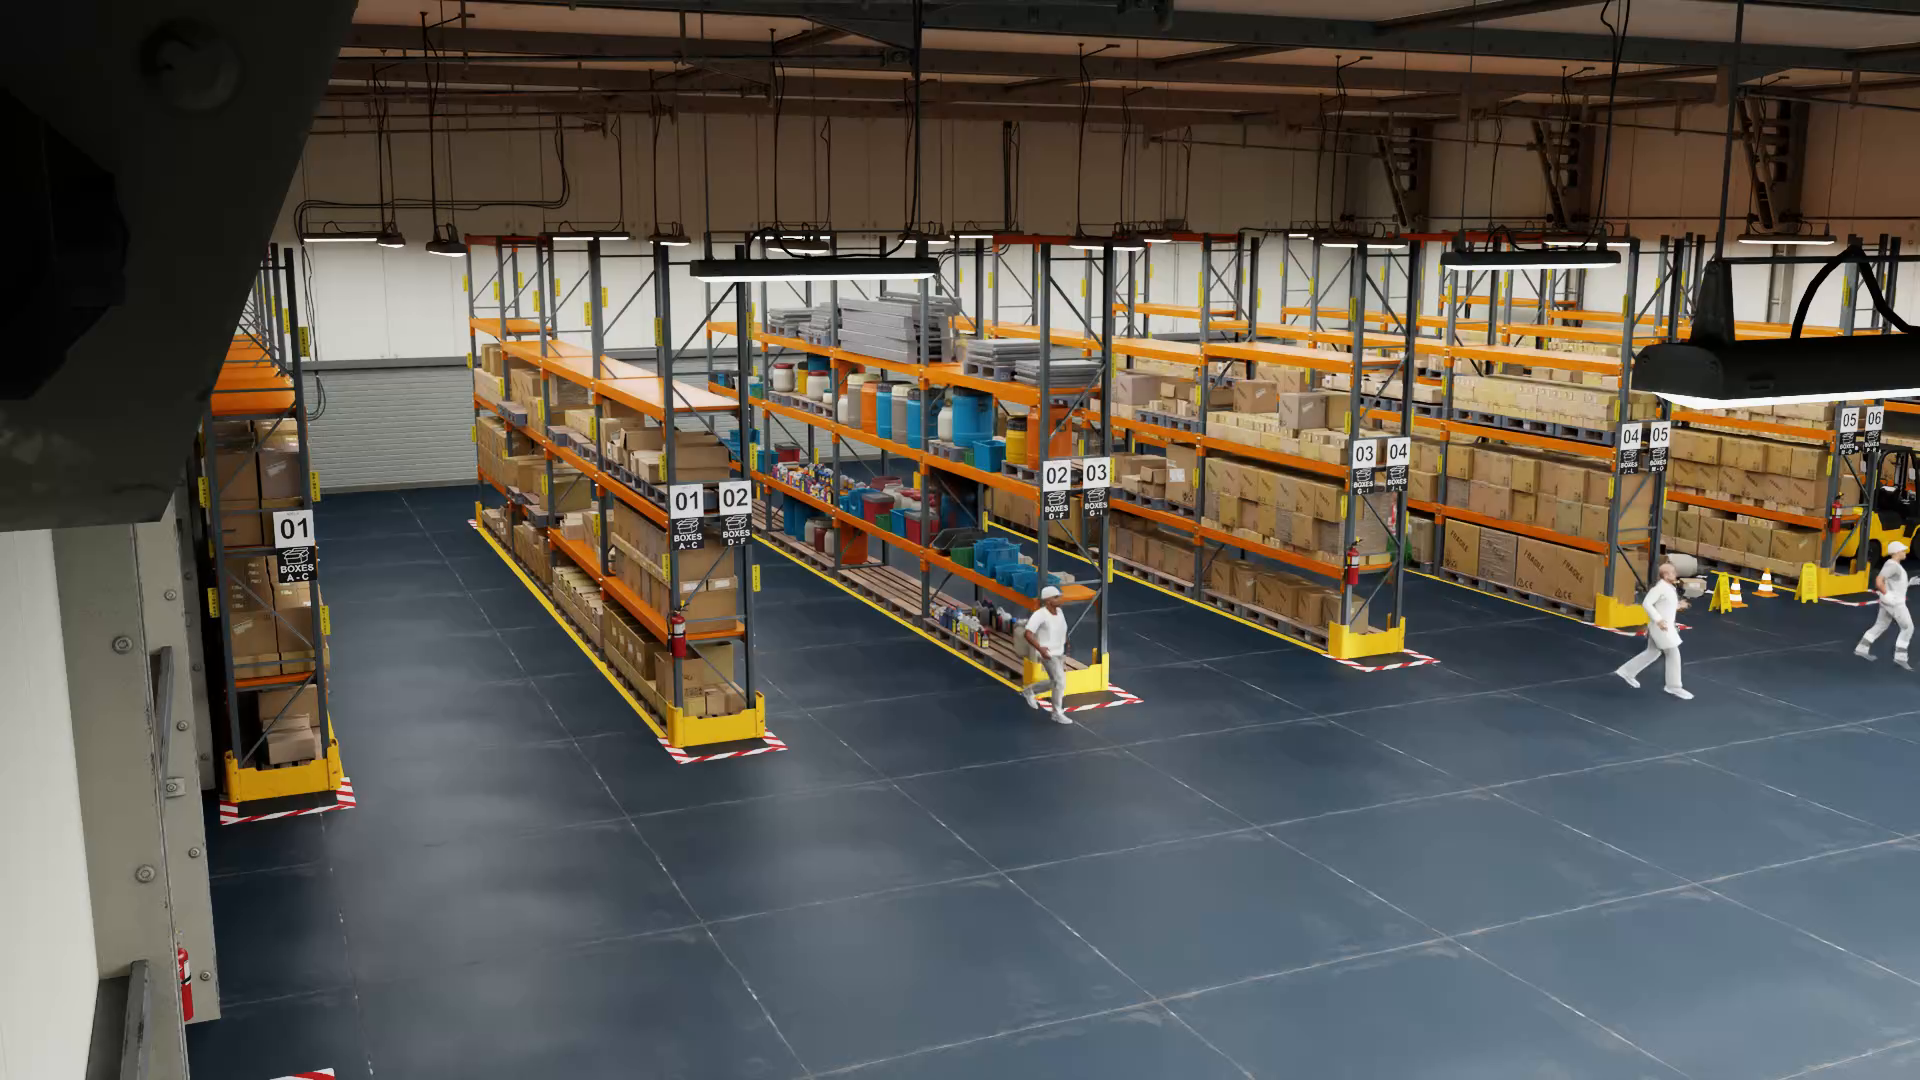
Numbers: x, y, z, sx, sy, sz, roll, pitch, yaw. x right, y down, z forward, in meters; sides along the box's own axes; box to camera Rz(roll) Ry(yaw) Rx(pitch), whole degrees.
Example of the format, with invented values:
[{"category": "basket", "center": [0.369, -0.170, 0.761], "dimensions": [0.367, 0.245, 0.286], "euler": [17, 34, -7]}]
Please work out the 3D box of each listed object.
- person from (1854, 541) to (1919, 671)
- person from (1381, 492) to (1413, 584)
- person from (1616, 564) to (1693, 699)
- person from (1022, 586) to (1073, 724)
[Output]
[{"category": "person", "center": [13.229, 0.928, 23.621], "dimensions": [0.793, 1.846, 0.646], "euler": [4, 12, 18]}, {"category": "person", "center": [7.603, -0.079, 28.902], "dimensions": [0.683, 1.750, 0.615], "euler": [-5, 12, -23]}, {"category": "person", "center": [9.366, 1.194, 22.288], "dimensions": [0.976, 1.804, 0.686], "euler": [3, 11, 17]}, {"category": "person", "center": [1.115, 1.433, 21.173], "dimensions": [0.788, 1.735, 0.718], "euler": [7, 13, 32]}]
